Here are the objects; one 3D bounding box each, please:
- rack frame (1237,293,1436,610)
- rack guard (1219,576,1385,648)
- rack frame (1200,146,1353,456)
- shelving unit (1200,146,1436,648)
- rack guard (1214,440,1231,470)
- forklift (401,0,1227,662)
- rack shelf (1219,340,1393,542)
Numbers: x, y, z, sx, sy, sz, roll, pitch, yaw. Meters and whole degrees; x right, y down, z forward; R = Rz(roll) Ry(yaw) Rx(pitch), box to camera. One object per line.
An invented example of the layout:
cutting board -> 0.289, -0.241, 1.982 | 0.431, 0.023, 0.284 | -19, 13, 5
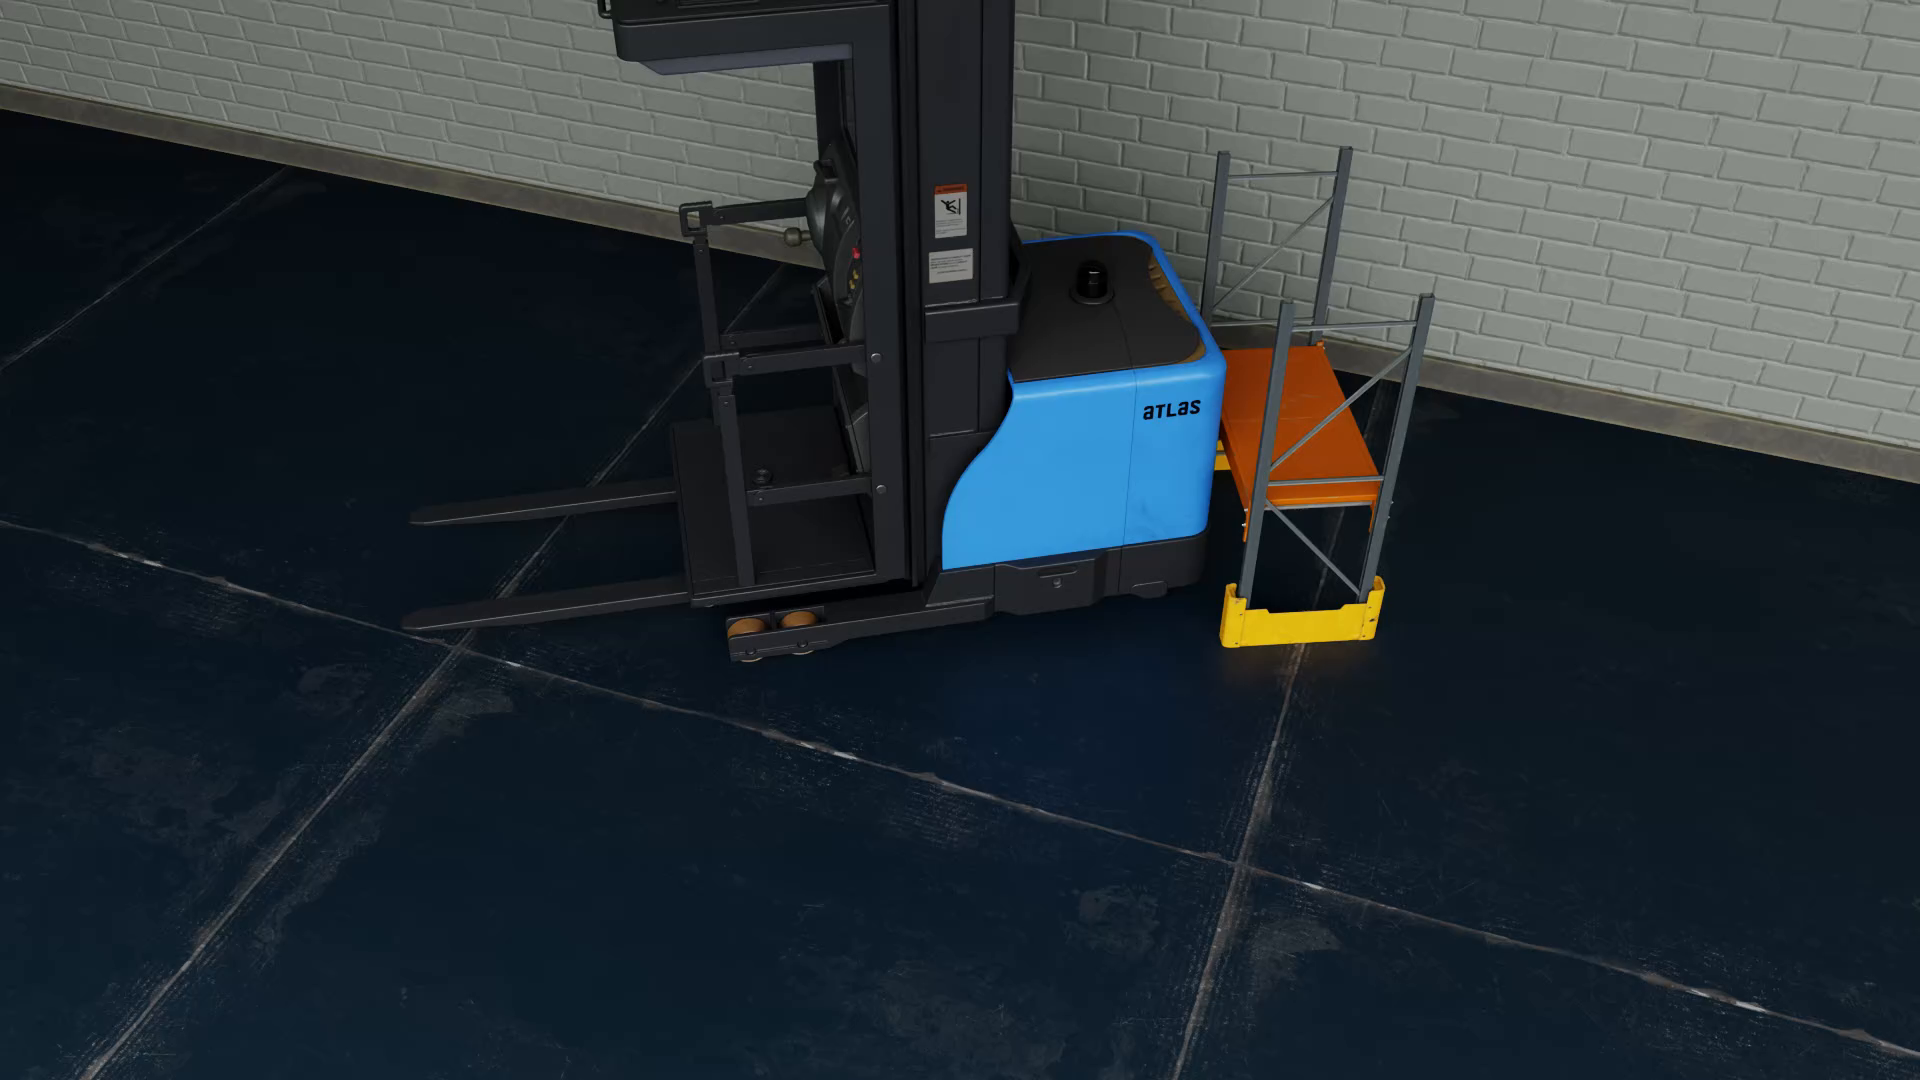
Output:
rack frame -> 1.281, -0.206, 5.835 | 0.500, 1.500, 0.032 | -3, 41, -4
rack guard -> 1.281, 0.269, 6.242 | 0.587, 0.250, 0.087 | -3, 41, -4
rack frame -> 1.199, -0.863, 6.606 | 0.500, 1.500, 0.032 | -3, 41, -4
shelving unit -> 1.241, -0.529, 6.214 | 0.587, 1.500, 1.083 | -3, 41, -4
rack guard -> 1.200, -0.375, 6.997 | 0.587, 0.250, 0.087 | -3, 41, -4
forklift -> -0.610, -1.034, 5.704 | 3.031, 2.935, 1.130 | -8, 41, -9
rack shelf -> 1.240, -0.398, 6.338 | 0.538, 0.185, 1.000 | -3, 41, -4
